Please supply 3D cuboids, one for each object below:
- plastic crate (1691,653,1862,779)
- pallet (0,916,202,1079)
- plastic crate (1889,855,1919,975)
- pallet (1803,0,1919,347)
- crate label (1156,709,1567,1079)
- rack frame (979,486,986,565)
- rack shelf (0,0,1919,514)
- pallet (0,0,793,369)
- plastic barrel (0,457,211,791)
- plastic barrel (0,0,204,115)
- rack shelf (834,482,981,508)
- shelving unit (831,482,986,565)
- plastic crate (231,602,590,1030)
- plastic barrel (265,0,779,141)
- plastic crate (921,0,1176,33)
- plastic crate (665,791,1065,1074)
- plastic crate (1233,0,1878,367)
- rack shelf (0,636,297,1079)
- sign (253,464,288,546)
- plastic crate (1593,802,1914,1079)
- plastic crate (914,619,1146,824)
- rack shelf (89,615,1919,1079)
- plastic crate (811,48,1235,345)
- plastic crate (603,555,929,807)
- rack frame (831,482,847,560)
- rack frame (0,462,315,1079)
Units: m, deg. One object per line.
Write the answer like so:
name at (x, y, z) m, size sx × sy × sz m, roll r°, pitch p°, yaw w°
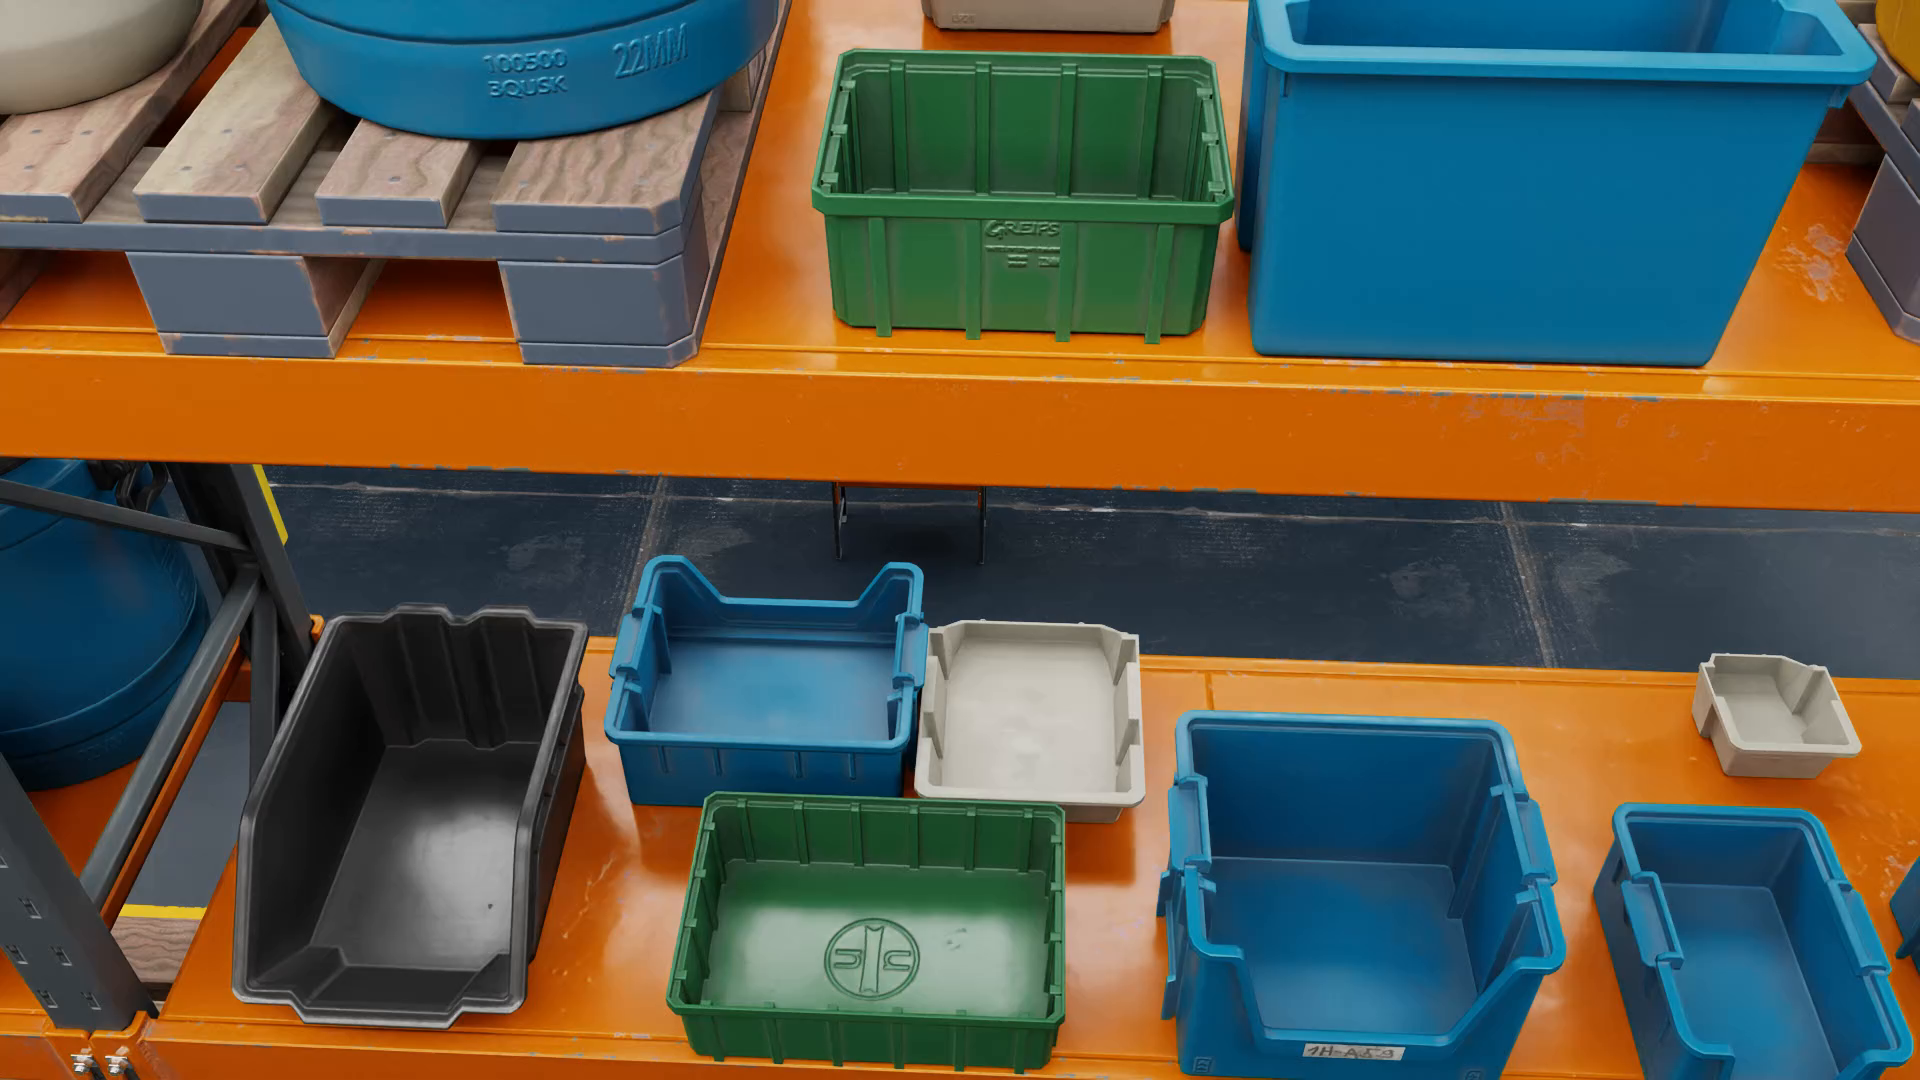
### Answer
plastic crate at (1.625, 0.356, 3.360) m, size 0.250 × 0.136 × 0.298 m, roll 2°, pitch 43°, yaw 2°
pallet at (-2.278, 1.406, 4.086) m, size 1.213 × 0.211 × 1.003 m, roll 2°, pitch 43°, yaw 2°
plastic crate at (1.991, 0.749, 2.854) m, size 0.616 × 0.251 × 0.499 m, roll 2°, pitch 43°, yaw 2°
pallet at (1.682, -0.614, 2.147) m, size 1.213 × 0.211 × 1.003 m, roll 2°, pitch 43°, yaw 2°
crate label at (0.654, 0.621, 2.857) m, size 0.616 × 0.435 × 0.502 m, roll 2°, pitch 43°, yaw 2°
rack frame at (0.078, -0.437, 5.338) m, size 0.015 × 1.200 × 0.240 m, roll 2°, pitch 43°, yaw 2°
rack shelf at (0.507, -0.389, 2.295) m, size 4.000 × 0.370 × 1.077 m, roll 2°, pitch 43°, yaw 2°
pallet at (-0.766, -0.689, 2.227) m, size 1.003 × 0.211 × 1.213 m, roll 2°, pitch 43°, yaw 2°
plastic barrel at (-1.864, -0.018, 3.201) m, size 0.708 × 0.901 × 0.600 m, roll 2°, pitch 43°, yaw 2°
plastic barrel at (-1.070, -0.762, 1.776) m, size 0.421 × 0.512 × 0.421 m, roll 0°, pitch 43°, yaw 0°
rack shelf at (-0.165, -0.250, 5.528) m, size 0.480 × 0.148 × 0.258 m, roll 2°, pitch 43°, yaw 2°
shelving unit at (-0.165, -0.444, 5.346) m, size 0.503 × 1.200 × 0.258 m, roll 2°, pitch 43°, yaw 2°
plastic crate at (-0.974, 0.509, 3.049) m, size 0.504 × 0.338 × 0.767 m, roll 2°, pitch 43°, yaw 2°
plastic barrel at (-0.502, -0.948, 1.690) m, size 0.708 × 0.901 × 0.600 m, roll 2°, pitch 43°, yaw 2°
plastic crate at (0.130, -0.844, 2.448) m, size 0.396 × 0.136 × 0.243 m, roll 2°, pitch 43°, yaw 2°
plastic crate at (-0.148, 0.695, 2.959) m, size 0.662 × 0.188 × 0.450 m, roll 2°, pitch 43°, yaw 2°
plastic crate at (0.586, -0.439, 1.832) m, size 0.575 × 0.384 × 0.392 m, roll 2°, pitch 43°, yaw 2°
rack shelf at (-3.489, 0.585, 3.449) m, size 4.000 × 0.370 × 1.077 m, roll 2°, pitch 43°, yaw 2°
sign at (-1.456, -0.092, 3.445) m, size 0.005 × 0.325 × 0.100 m, roll 2°, pitch 43°, yaw 2°
plastic crate at (1.343, 0.725, 2.880) m, size 0.408 × 0.251 × 0.499 m, roll 2°, pitch 43°, yaw 2°
plastic crate at (0.142, 0.357, 3.359) m, size 0.437 × 0.136 × 0.530 m, roll 2°, pitch 43°, yaw 2°
rack shelf at (0.507, 0.708, 3.317) m, size 4.000 × 0.370 × 1.077 m, roll 2°, pitch 43°, yaw 2°
plastic crate at (0.073, -0.403, 1.936) m, size 0.450 × 0.188 × 0.336 m, roll 2°, pitch 43°, yaw 2°
plastic crate at (-0.374, 0.287, 3.350) m, size 0.616 × 0.251 × 0.499 m, roll 2°, pitch 43°, yaw 2°
rack frame at (-0.409, -0.452, 5.355) m, size 0.015 × 1.200 × 0.240 m, roll 2°, pitch 43°, yaw 2°
rack frame at (-1.491, 0.384, 3.138) m, size 0.127 × 3.000 × 1.000 m, roll 2°, pitch 43°, yaw 2°
